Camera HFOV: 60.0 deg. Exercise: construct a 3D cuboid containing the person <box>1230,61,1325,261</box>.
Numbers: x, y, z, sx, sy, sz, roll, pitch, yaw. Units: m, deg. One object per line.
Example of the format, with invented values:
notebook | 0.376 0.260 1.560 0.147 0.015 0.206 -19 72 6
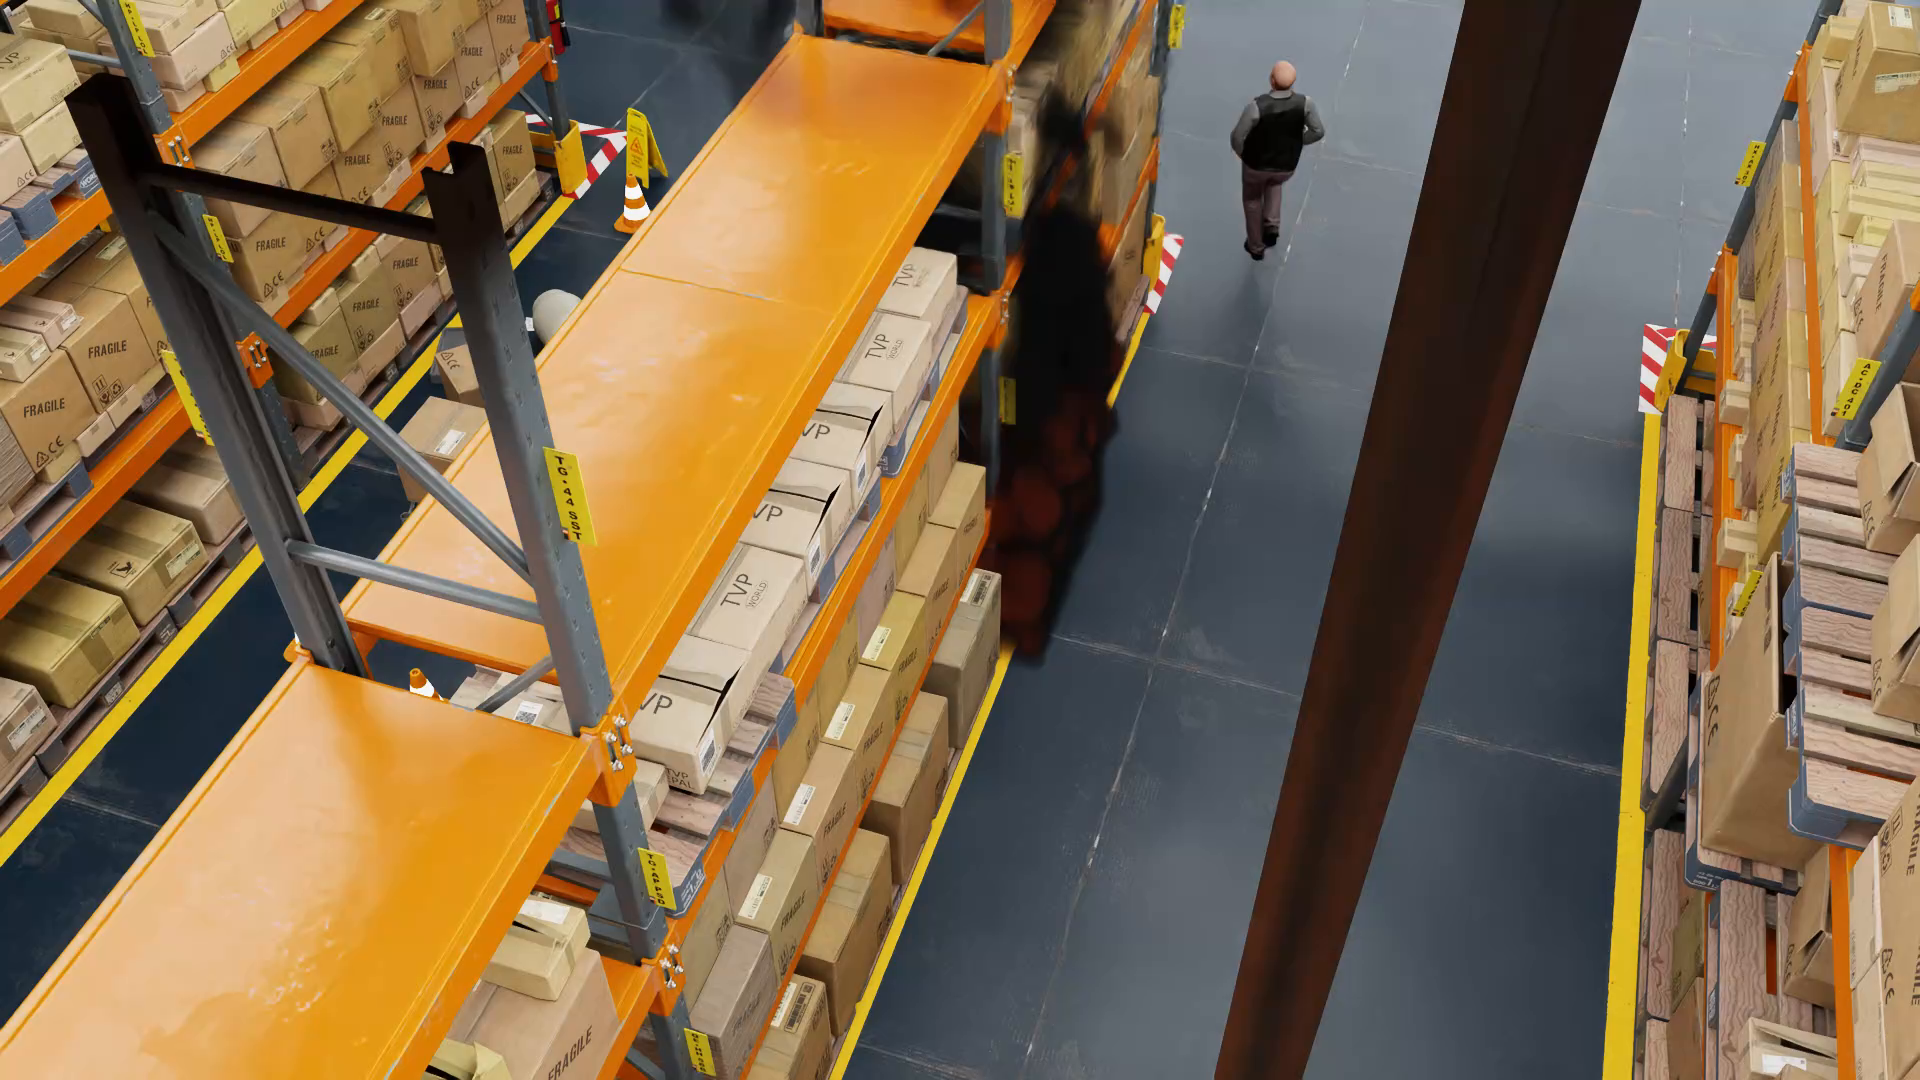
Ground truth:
person | 2.362 -2.922 12.703 0.687 1.686 0.514 -2 46 -2
